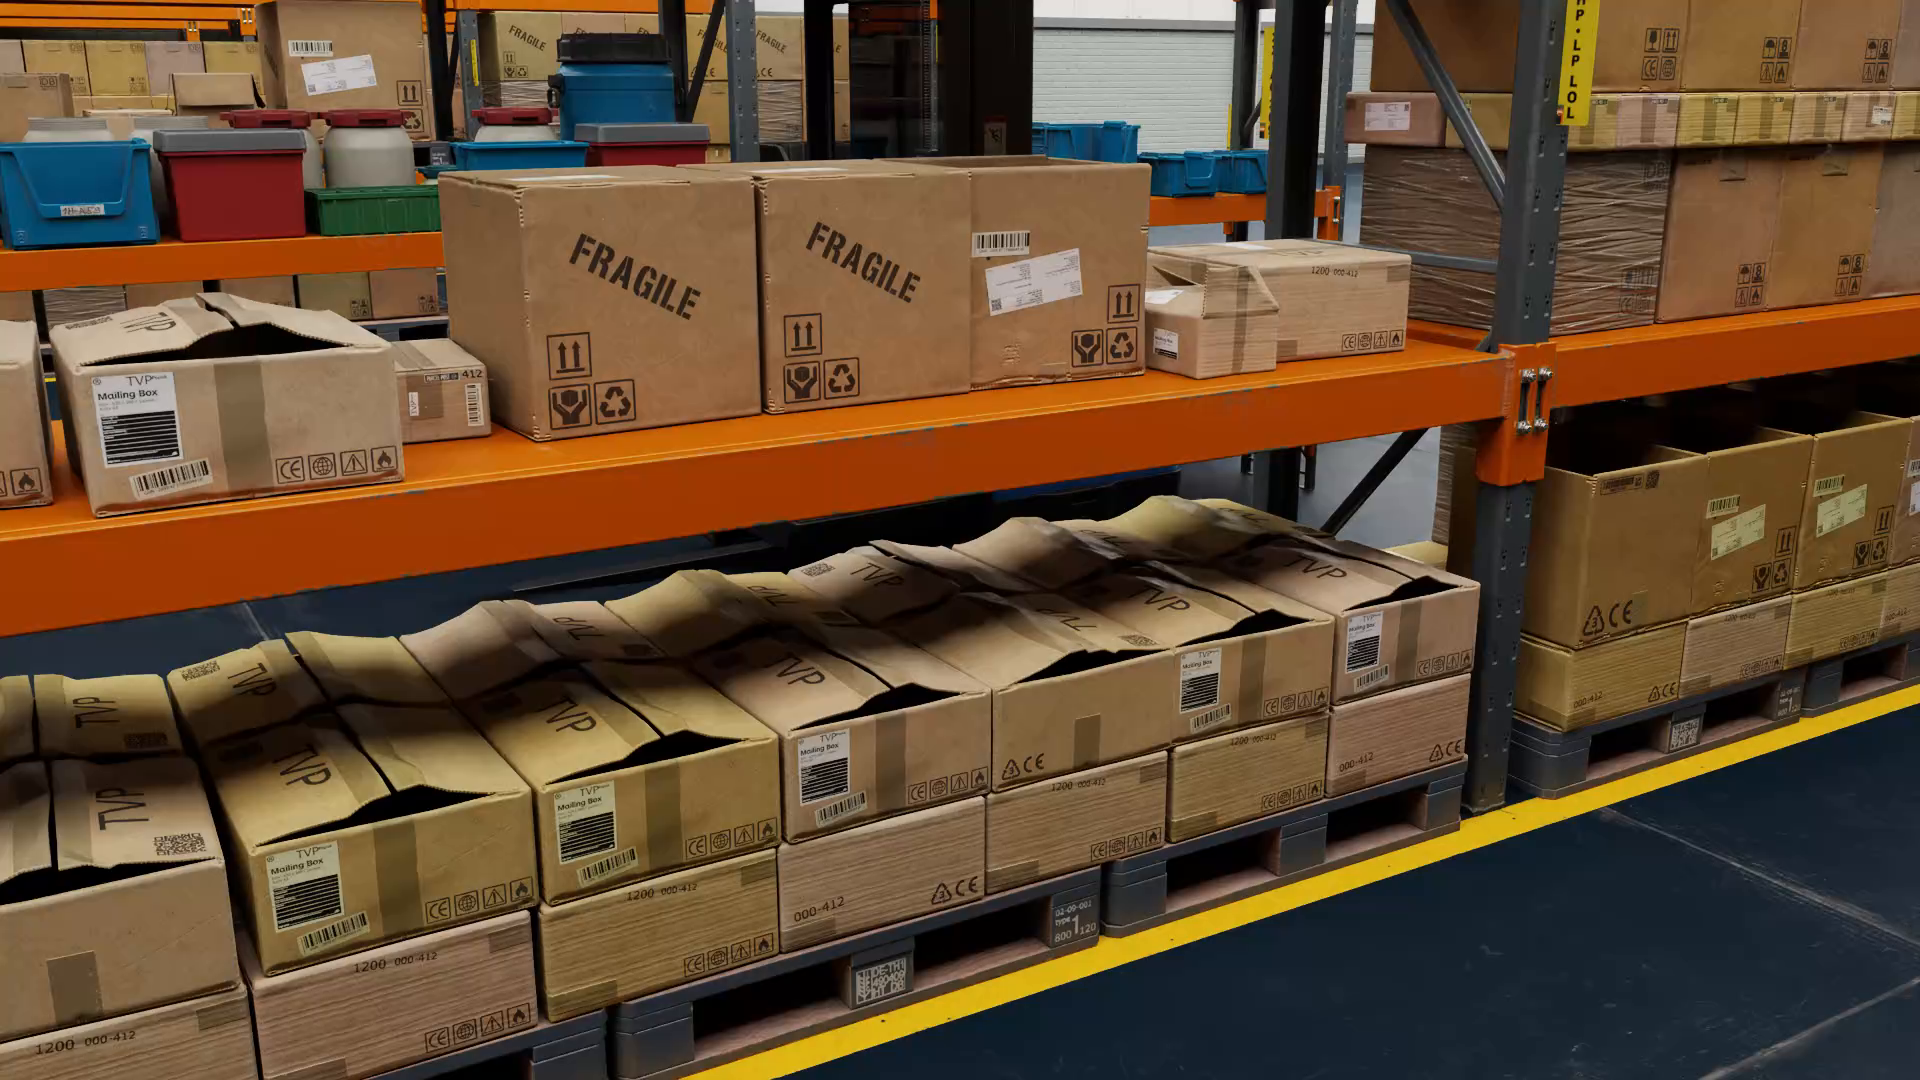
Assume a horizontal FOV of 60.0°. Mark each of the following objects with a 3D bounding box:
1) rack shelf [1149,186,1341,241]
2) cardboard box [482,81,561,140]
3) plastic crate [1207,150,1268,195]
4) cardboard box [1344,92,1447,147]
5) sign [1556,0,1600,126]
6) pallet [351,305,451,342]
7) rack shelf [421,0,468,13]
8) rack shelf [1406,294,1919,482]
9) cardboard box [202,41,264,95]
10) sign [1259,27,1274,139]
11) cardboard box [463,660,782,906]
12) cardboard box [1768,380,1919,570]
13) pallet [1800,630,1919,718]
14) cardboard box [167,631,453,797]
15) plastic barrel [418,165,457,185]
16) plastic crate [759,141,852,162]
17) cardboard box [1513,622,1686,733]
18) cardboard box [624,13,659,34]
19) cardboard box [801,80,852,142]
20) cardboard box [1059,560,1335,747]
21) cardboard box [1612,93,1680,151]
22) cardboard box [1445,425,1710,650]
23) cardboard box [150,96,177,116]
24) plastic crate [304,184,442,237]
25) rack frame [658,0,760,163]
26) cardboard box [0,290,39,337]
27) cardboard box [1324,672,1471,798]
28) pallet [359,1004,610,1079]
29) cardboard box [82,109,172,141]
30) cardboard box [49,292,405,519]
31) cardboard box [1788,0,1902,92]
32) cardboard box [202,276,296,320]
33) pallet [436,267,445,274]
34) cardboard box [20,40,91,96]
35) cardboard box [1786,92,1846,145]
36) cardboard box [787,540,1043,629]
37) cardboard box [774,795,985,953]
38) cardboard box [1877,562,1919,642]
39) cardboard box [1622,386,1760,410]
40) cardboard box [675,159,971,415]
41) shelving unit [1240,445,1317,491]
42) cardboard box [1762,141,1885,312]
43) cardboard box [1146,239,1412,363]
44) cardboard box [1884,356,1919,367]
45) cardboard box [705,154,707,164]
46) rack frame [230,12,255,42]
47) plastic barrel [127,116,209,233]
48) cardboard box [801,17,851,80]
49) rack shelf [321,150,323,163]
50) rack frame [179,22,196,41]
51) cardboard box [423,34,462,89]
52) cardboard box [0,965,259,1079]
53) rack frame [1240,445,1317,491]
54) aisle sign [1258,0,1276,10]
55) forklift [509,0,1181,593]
[{"bbox_3d":[0.399,-1.873,9.865,4.000,0.370,1.077,-9,18,-30],"label":"rack shelf"},{"bbox_3d":[-3.448,-3.326,12.983,0.500,0.500,0.875,-9,18,-30],"label":"cardboard box"},{"bbox_3d":[1.839,-2.286,10.285,0.616,0.251,0.499,-9,18,-30],"label":"plastic crate"},{"bbox_3d":[1.356,-1.242,4.897,0.250,0.149,0.380,-9,18,-30],"label":"cardboard box"},{"bbox_3d":[1.521,-1.190,4.097,0.005,0.325,0.100,-9,18,-30],"label":"sign"},{"bbox_3d":[-4.532,-1.636,12.853,1.213,0.211,1.003,-9,18,-30],"label":"pallet"},{"bbox_3d":[-5.580,-3.907,11.565,4.000,0.370,1.077,-9,18,-30],"label":"rack shelf"},{"bbox_3d":[2.947,-0.726,5.775,4.000,0.370,1.077,-9,18,-30],"label":"rack shelf"},{"bbox_3d":[-7.196,-4.636,16.352,0.500,0.500,0.700,-10,18,-31],"label":"cardboard box"},{"bbox_3d":[0.946,-1.377,5.016,0.005,0.325,0.100,-9,18,-30],"label":"sign"},{"bbox_3d":[-0.711,0.463,3.477,0.500,0.311,0.500,-10,18,-31],"label":"cardboard box"},{"bbox_3d":[3.076,-0.235,5.617,0.500,0.500,0.500,-9,18,-30],"label":"cardboard box"},{"bbox_3d":[2.983,0.277,6.031,1.213,0.211,1.003,-9,18,-30],"label":"pallet"},{"bbox_3d":[-1.432,0.410,3.667,0.500,0.311,0.500,-10,18,-31],"label":"cardboard box"},{"bbox_3d":[-2.529,-1.726,8.265,0.301,0.262,0.301,0,16,0],"label":"plastic barrel"},{"bbox_3d":[-0.801,-1.954,8.939,0.504,0.338,0.767,-9,18,-30],"label":"plastic crate"},{"bbox_3d":[1.786,0.333,4.980,0.500,0.250,0.500,-9,18,-30],"label":"cardboard box"},{"bbox_3d":[-2.492,-3.903,13.186,0.500,0.500,0.500,-9,18,-30],"label":"cardboard box"},{"bbox_3d":[-1.289,-3.667,14.197,0.500,0.500,0.875,-9,18,-30],"label":"cardboard box"},{"bbox_3d":[0.591,0.254,4.224,0.500,0.311,0.500,-9,18,-28],"label":"cardboard box"},{"bbox_3d":[1.778,-1.182,4.683,0.250,0.149,0.380,-9,18,-29],"label":"cardboard box"},{"bbox_3d":[1.792,-0.026,4.871,0.500,0.500,0.500,-9,18,-30],"label":"cardboard box"},{"bbox_3d":[-7.509,-4.022,16.014,0.500,0.500,0.500,-9,18,-29],"label":"cardboard box"},{"bbox_3d":[-2.662,-1.531,7.708,0.662,0.188,0.450,-9,18,-30],"label":"plastic crate"},{"bbox_3d":[-1.315,-1.941,8.776,0.127,3.000,1.000,-9,18,-30],"label":"rack frame"},{"bbox_3d":[-6.731,-1.637,11.508,0.500,0.500,0.700,-10,19,-33],"label":"cardboard box"},{"bbox_3d":[1.027,0.452,4.556,0.500,0.250,0.500,-9,18,-30],"label":"cardboard box"},{"bbox_3d":[-1.470,0.999,3.455,1.213,0.211,1.003,-9,18,-30],"label":"pallet"},{"bbox_3d":[-5.739,-2.841,11.486,0.500,0.250,0.500,-10,18,-31],"label":"cardboard box"},{"bbox_3d":[-1.330,-0.275,2.998,0.500,0.311,0.500,-9,18,-30],"label":"cardboard box"},{"bbox_3d":[2.472,-1.670,5.222,0.500,0.500,0.700,-9,18,-30],"label":"cardboard box"},{"bbox_3d":[-5.301,-1.875,12.357,0.500,0.500,0.700,-11,19,-34],"label":"cardboard box"},{"bbox_3d":[-5.641,-2.993,17.697,1.213,0.211,1.003,-9,18,-30],"label":"pallet"},{"bbox_3d":[-8.501,-4.425,15.599,0.500,0.500,0.700,-10,18,-31],"label":"cardboard box"},{"bbox_3d":[2.438,-1.290,5.066,0.250,0.149,0.380,-10,18,-32],"label":"cardboard box"},{"bbox_3d":[-0.125,0.198,4.424,0.500,0.311,0.500,-10,18,-32],"label":"cardboard box"},{"bbox_3d":[-0.283,0.664,3.801,0.500,0.250,0.500,-9,18,-29],"label":"cardboard box"},{"bbox_3d":[3.074,0.126,5.721,0.500,0.250,0.500,-9,18,-30],"label":"cardboard box"},{"bbox_3d":[2.379,-0.286,5.799,0.500,0.500,0.500,-9,18,-30],"label":"cardboard box"},{"bbox_3d":[-0.315,-0.597,3.796,0.500,0.500,0.500,-9,18,-30],"label":"cardboard box"},{"bbox_3d":[1.196,-0.767,8.061,1.048,1.125,0.538,-10,19,-33],"label":"shelving unit"},{"bbox_3d":[2.491,-1.049,5.410,0.500,0.500,0.700,-9,18,-29],"label":"cardboard box"},{"bbox_3d":[0.833,-0.644,4.426,0.500,0.250,0.500,-8,18,-26],"label":"cardboard box"},{"bbox_3d":[3.660,-0.497,6.551,0.500,0.500,0.500,-9,18,-30],"label":"cardboard box"},{"bbox_3d":[-2.248,-3.138,13.512,0.250,0.149,0.380,-9,18,-30],"label":"cardboard box"},{"bbox_3d":[-8.969,-5.380,21.044,0.127,3.000,1.000,-9,18,-30],"label":"rack frame"},{"bbox_3d":[-3.611,-1.690,7.673,0.421,0.512,0.421,0,16,0],"label":"plastic barrel"},{"bbox_3d":[-1.207,-4.111,13.930,0.500,0.500,0.500,-9,18,-30],"label":"cardboard box"},{"bbox_3d":[-8.048,-3.624,16.114,4.000,0.370,1.077,-9,18,-30],"label":"rack shelf"},{"bbox_3d":[-11.529,-6.528,25.139,0.127,3.000,1.000,-9,18,-30],"label":"rack frame"},{"bbox_3d":[-5.588,-4.987,17.366,0.550,0.550,0.875,-9,18,-30],"label":"cardboard box"},{"bbox_3d":[-1.596,0.879,3.034,0.500,0.250,0.500,-9,18,-30],"label":"cardboard box"},{"bbox_3d":[1.616,-0.844,8.336,0.032,1.125,0.500,-10,19,-33],"label":"rack frame"},{"bbox_3d":[2.025,-3.826,10.687,0.004,0.787,0.394,-9,18,-30],"label":"aisle sign"},{"bbox_3d":[-0.522,-1.316,6.675,3.031,2.935,1.130,-10,19,-33],"label":"forklift"}]
